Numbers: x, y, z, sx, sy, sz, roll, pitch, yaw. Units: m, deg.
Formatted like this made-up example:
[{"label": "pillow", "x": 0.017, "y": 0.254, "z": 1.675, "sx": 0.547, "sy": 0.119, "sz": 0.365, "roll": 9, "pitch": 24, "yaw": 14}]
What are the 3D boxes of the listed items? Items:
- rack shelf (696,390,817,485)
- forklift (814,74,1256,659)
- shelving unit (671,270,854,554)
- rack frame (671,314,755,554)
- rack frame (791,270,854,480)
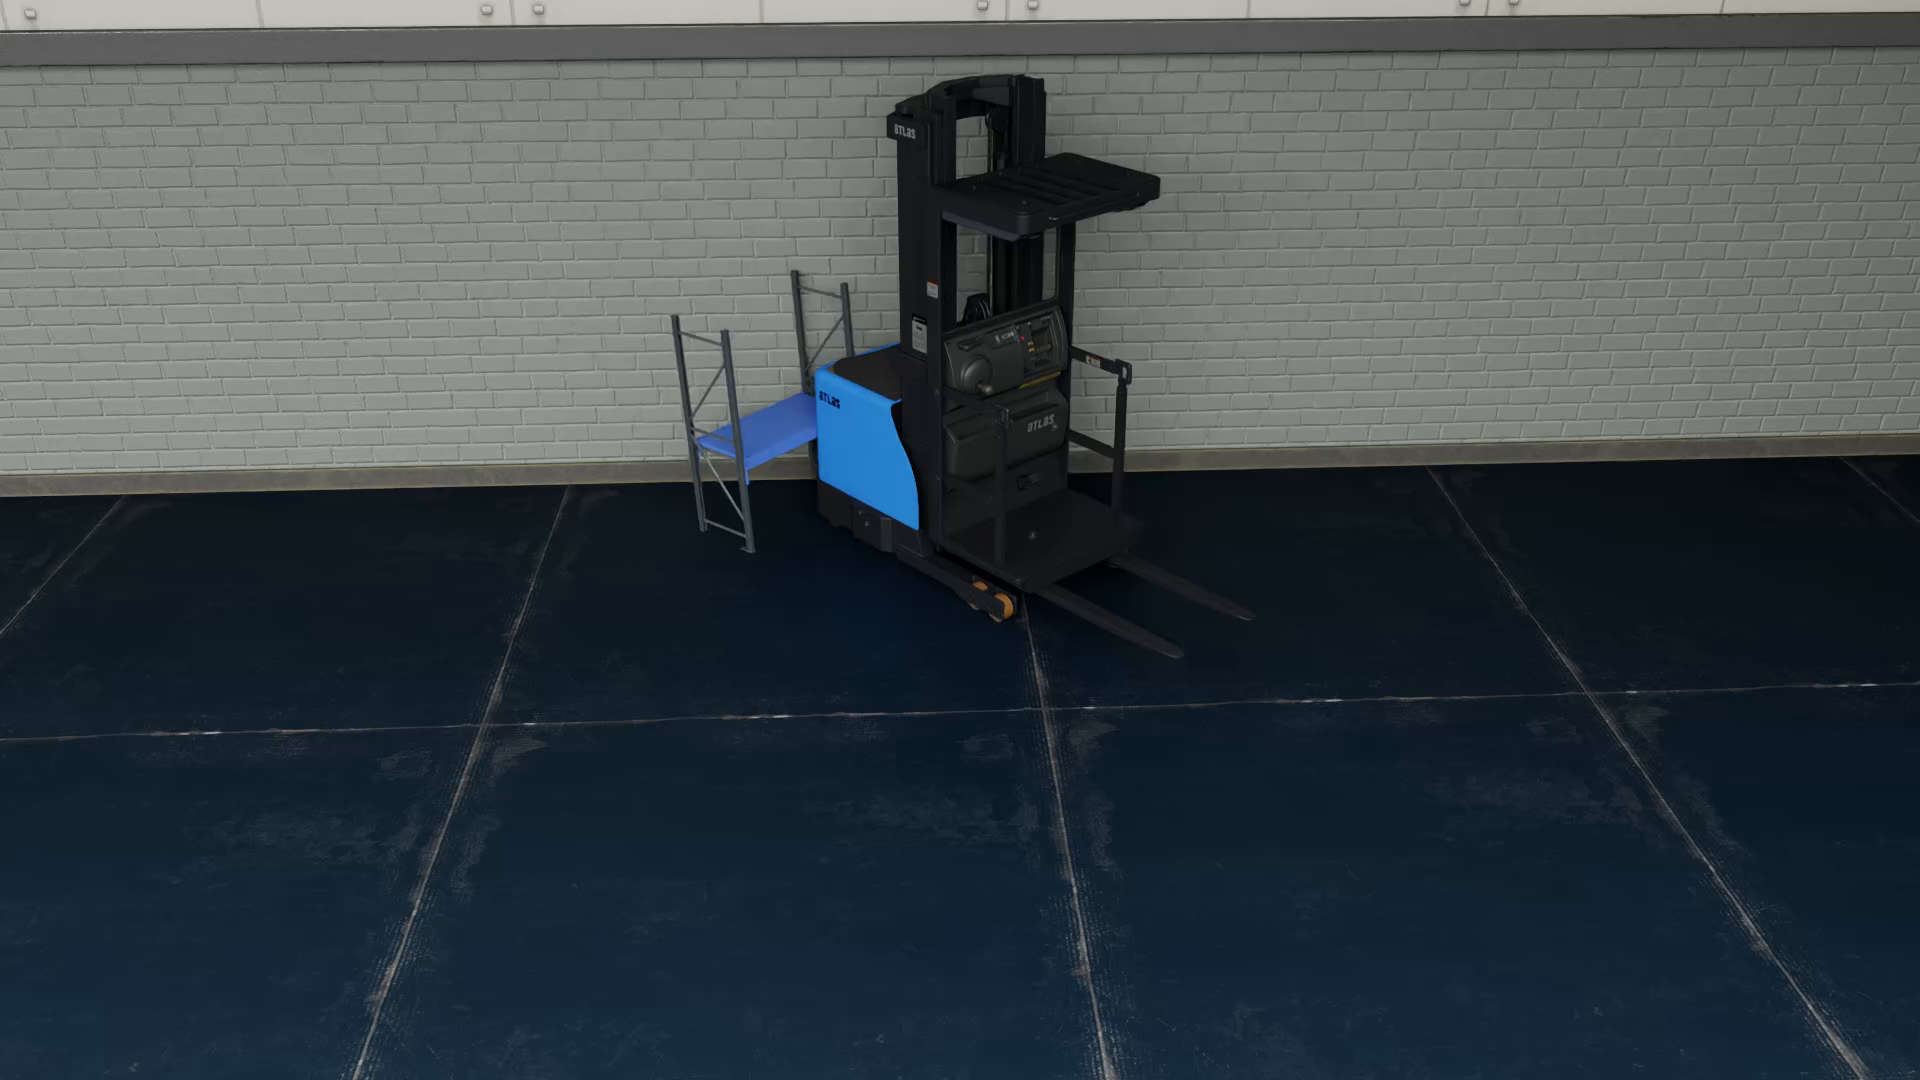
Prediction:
[{"label": "rack shelf", "x": -1.196, "y": -0.680, "z": 10.806, "sx": 0.538, "sy": 0.185, "sz": 1.000, "roll": 20, "pitch": 35, "yaw": 37}, {"label": "forklift", "x": 0.420, "y": -1.084, "z": 9.658, "sx": 1.130, "sy": 2.935, "sz": 3.031, "roll": -23, "pitch": 35, "yaw": -36}, {"label": "shelving unit", "x": -1.205, "y": -0.839, "z": 10.723, "sx": 0.538, "sy": 1.500, "sz": 1.048, "roll": 20, "pitch": 35, "yaw": 37}, {"label": "rack frame", "x": -1.539, "y": -0.648, "z": 10.391, "sx": 0.500, "sy": 1.500, "sz": 0.032, "roll": 20, "pitch": 35, "yaw": 37}, {"label": "rack frame", "x": -0.871, "y": -1.030, "z": 11.055, "sx": 0.500, "sy": 1.500, "sz": 0.032, "roll": 20, "pitch": 35, "yaw": 37}]
